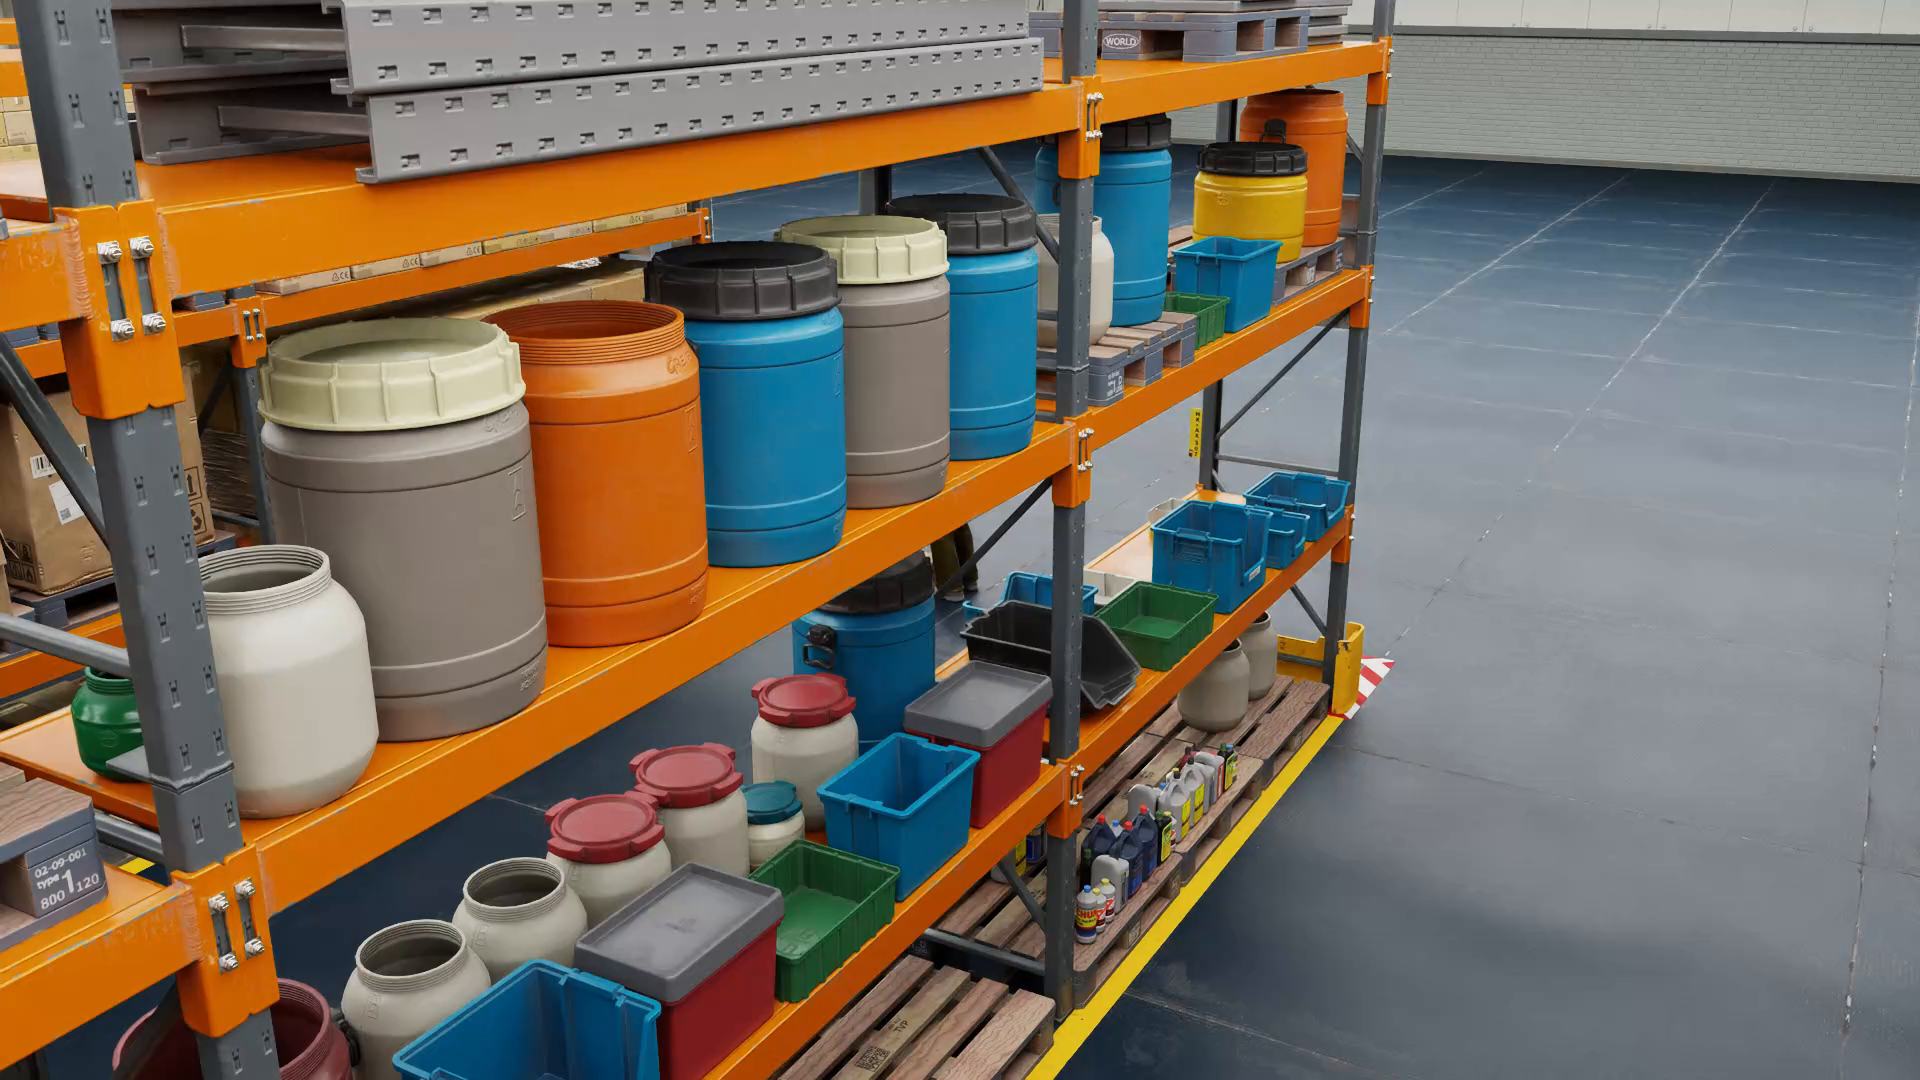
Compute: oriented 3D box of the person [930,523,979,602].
[{"bbox_3d":[-0.071,-0.432,12.335,0.426,1.774,0.644,11,22,28],"label":"person"}]
